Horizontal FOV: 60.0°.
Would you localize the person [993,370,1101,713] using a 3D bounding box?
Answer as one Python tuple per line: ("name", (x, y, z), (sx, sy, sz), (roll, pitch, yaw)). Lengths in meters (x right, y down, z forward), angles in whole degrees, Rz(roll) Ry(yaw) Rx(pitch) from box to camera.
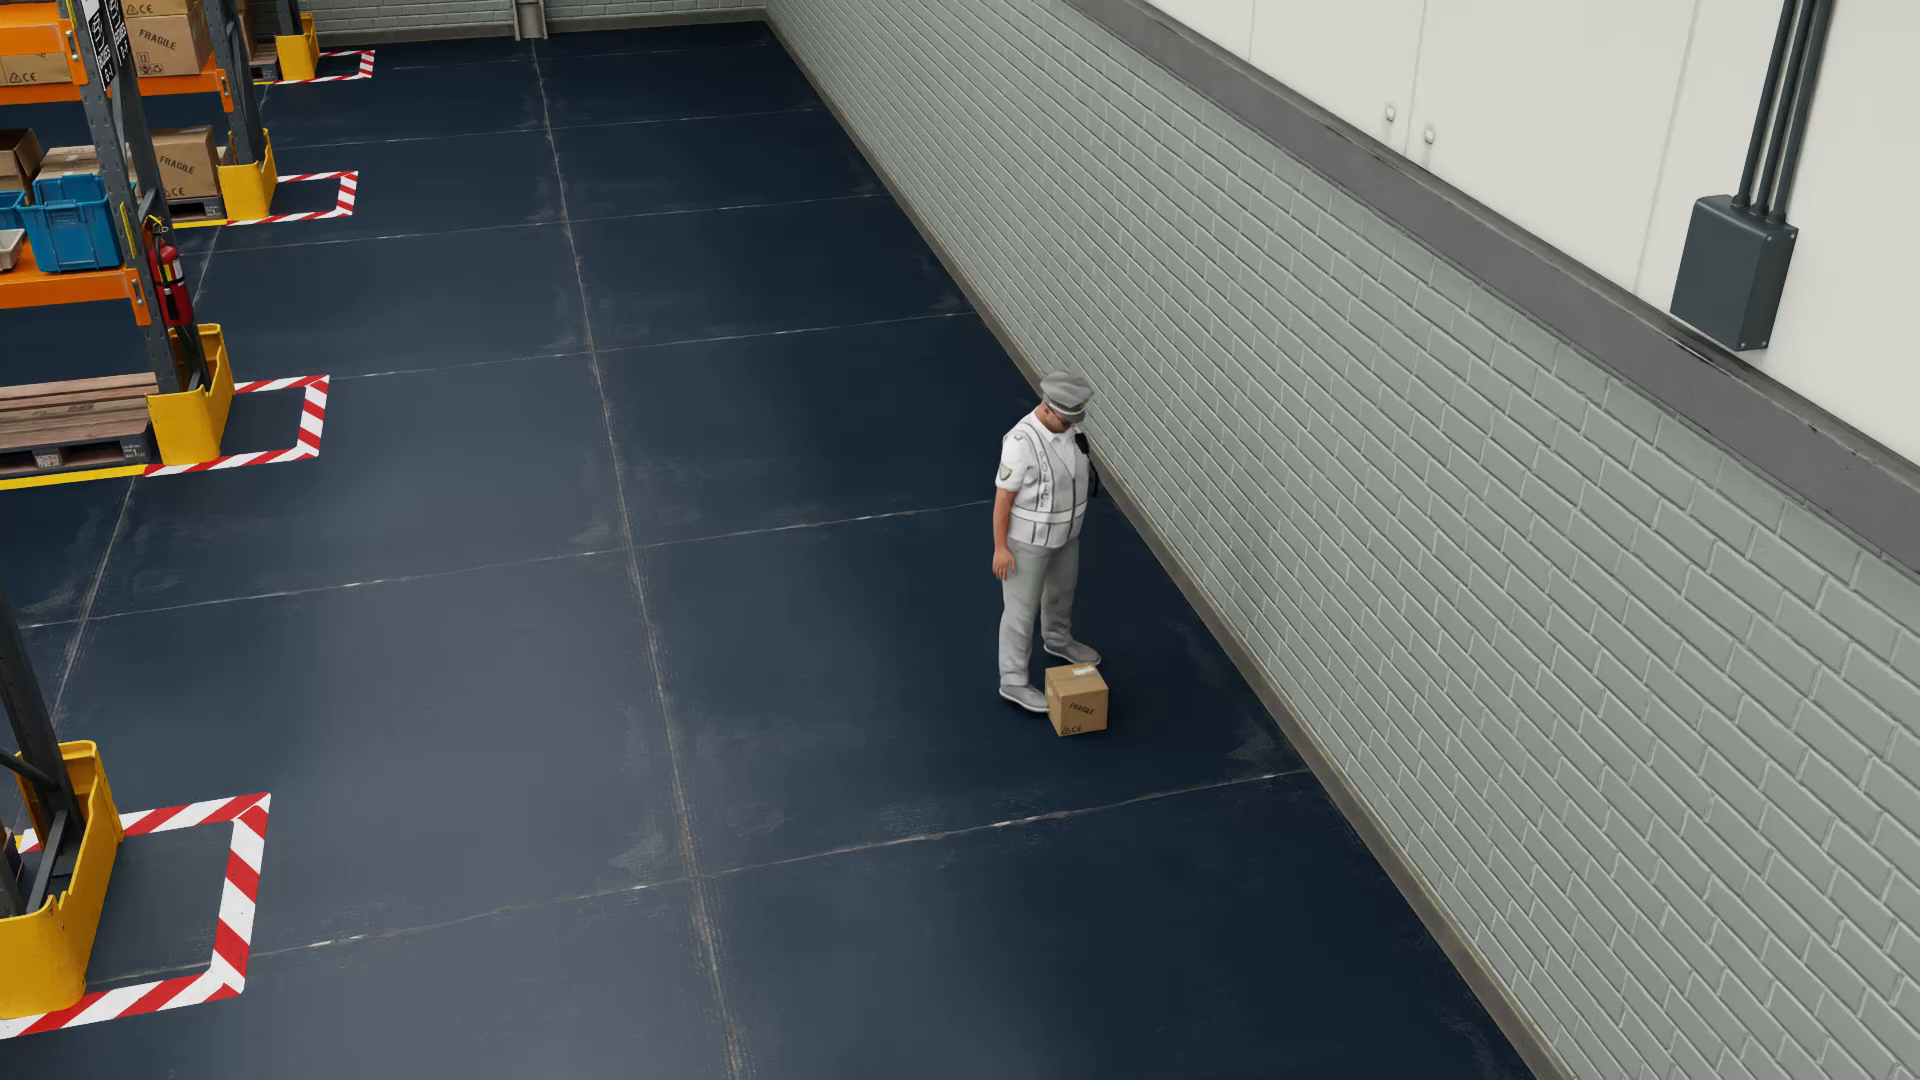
("person", (0.449, -0.026, 8.267), (0.492, 1.740, 0.657), (25, 39, 37))
